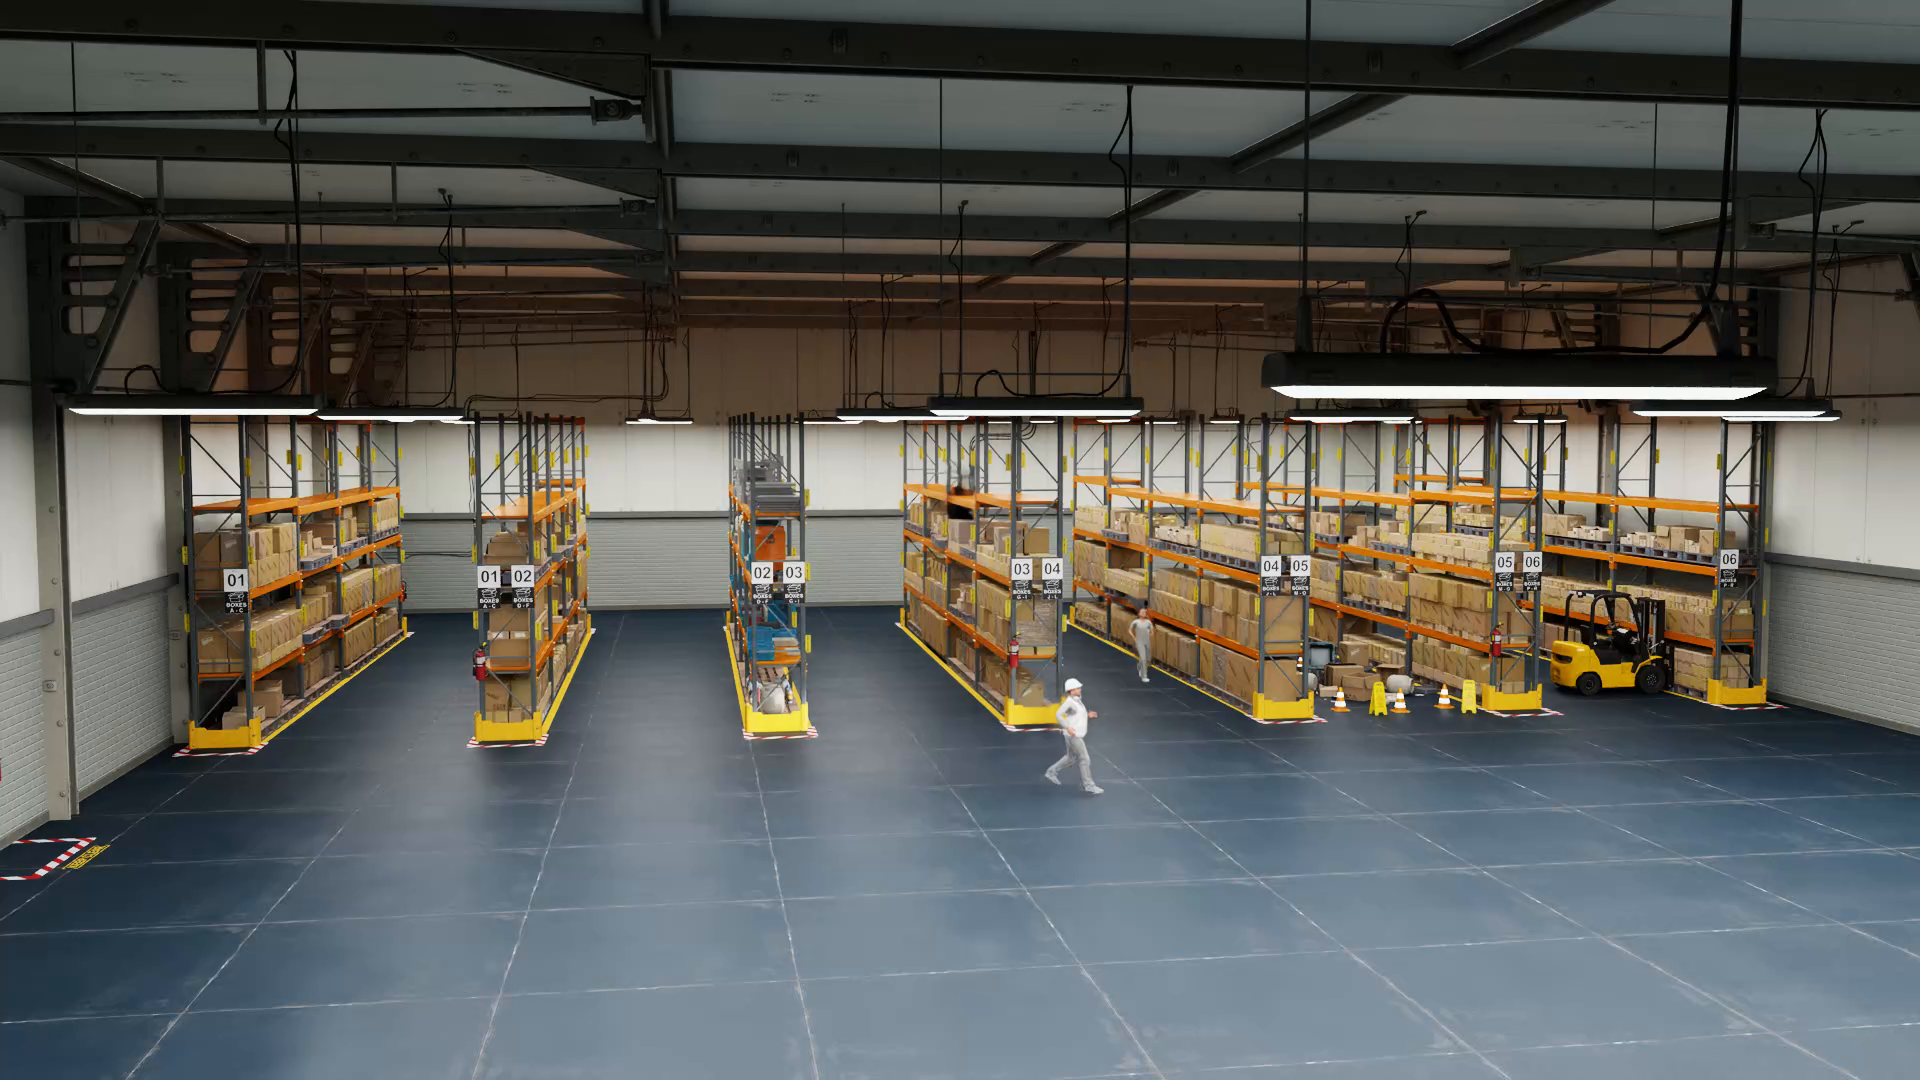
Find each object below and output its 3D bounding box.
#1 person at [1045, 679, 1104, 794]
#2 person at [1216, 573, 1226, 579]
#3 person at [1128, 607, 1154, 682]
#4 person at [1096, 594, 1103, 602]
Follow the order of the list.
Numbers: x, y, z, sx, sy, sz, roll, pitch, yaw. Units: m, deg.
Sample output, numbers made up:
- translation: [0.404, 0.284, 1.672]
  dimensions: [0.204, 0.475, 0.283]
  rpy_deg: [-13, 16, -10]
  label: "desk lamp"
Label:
- translation: [1.789, 3.045, 25.972]
  dimensions: [0.967, 1.761, 0.653]
  rpy_deg: [1, 4, 13]
  label: "person"
- translation: [8.030, 1.513, 50.678]
  dimensions: [0.809, 1.594, 0.575]
  rpy_deg: [0, 4, -5]
  label: "person"
- translation: [4.048, 2.314, 37.029]
  dimensions: [0.575, 1.631, 0.802]
  rpy_deg: [-1, 4, -15]
  label: "person"
- translation: [4.252, 1.571, 49.948]
  dimensions: [0.511, 1.533, 0.712]
  rpy_deg: [2, 4, 22]
  label: "person"
